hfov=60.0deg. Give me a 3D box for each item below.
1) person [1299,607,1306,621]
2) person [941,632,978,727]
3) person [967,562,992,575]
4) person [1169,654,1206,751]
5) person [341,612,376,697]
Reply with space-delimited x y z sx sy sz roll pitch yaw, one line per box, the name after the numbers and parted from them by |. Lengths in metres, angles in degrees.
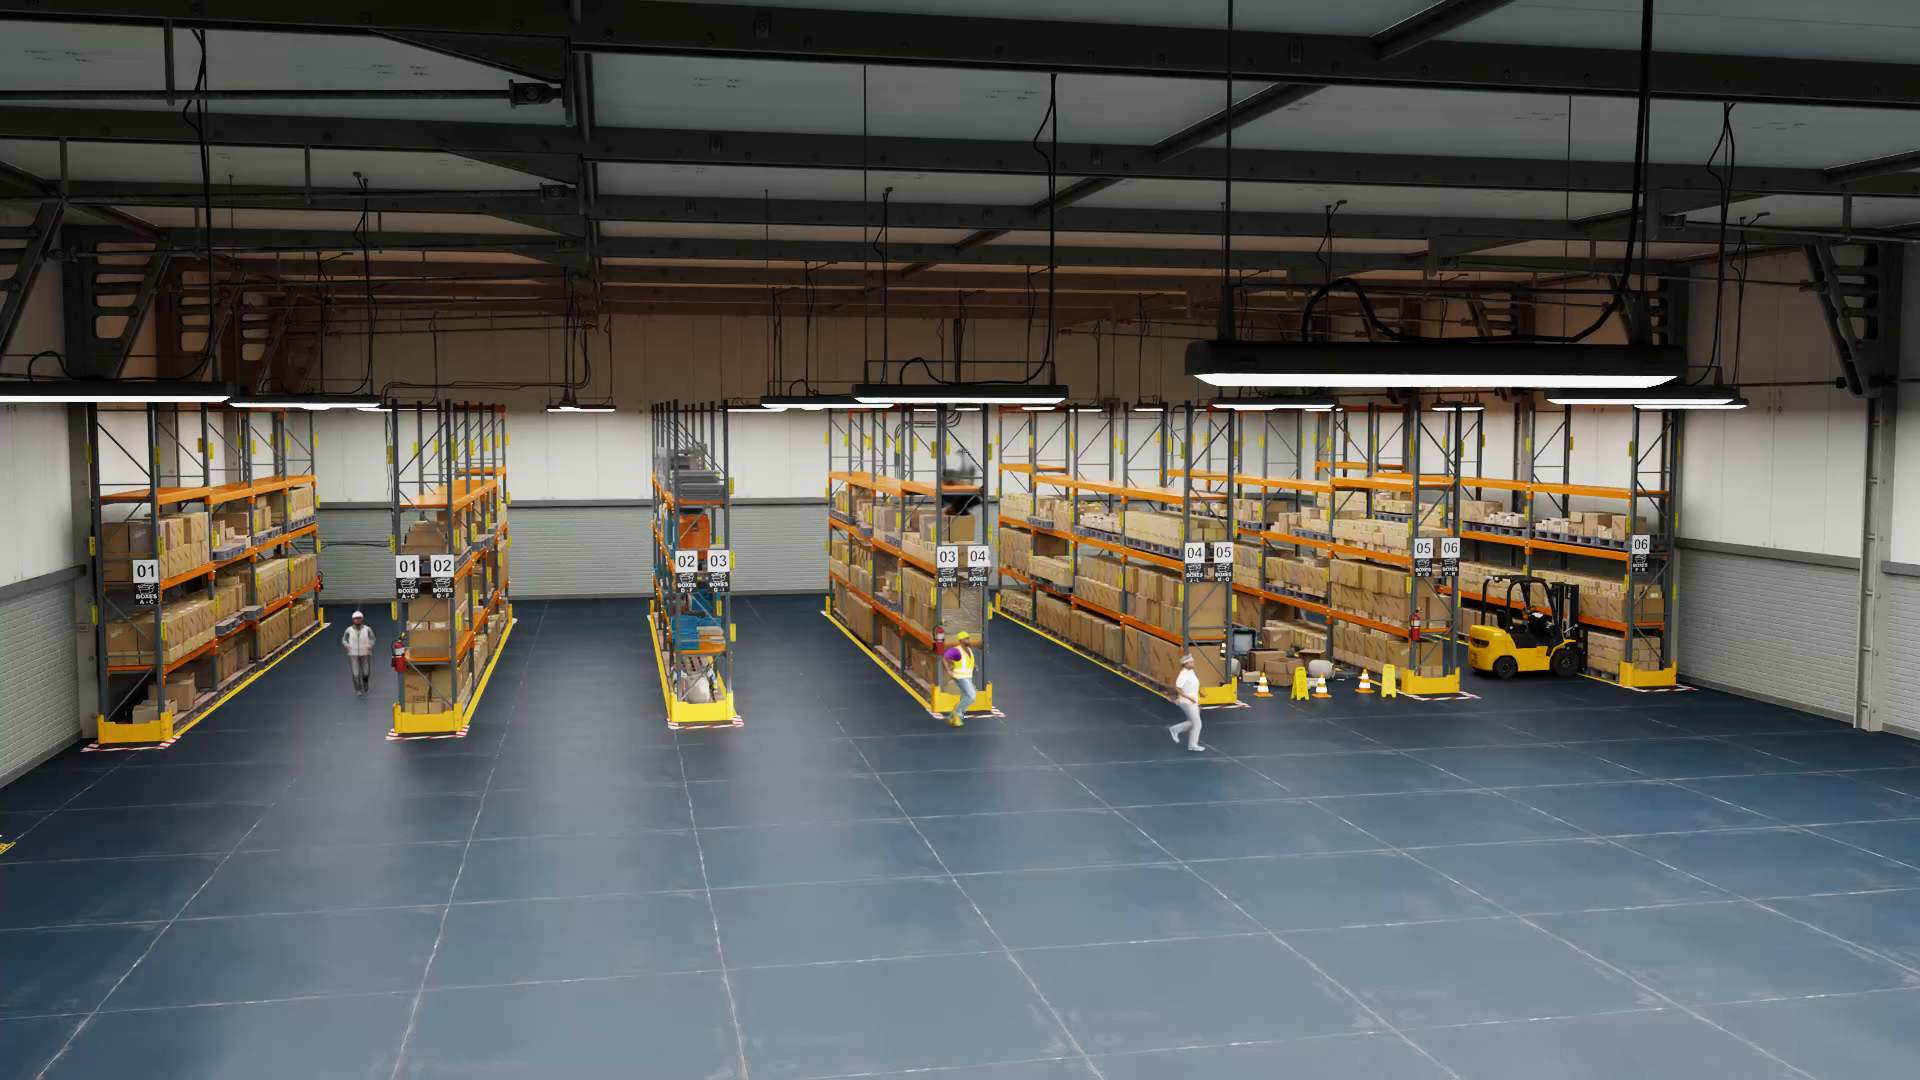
9.131 1.538 44.429 0.595 1.754 0.702 -1 4 -16 | person
0.066 2.554 30.592 0.617 1.733 0.716 2 5 25 | person
0.515 1.152 49.145 0.836 1.780 0.760 -3 6 -39 | person
3.860 2.756 28.366 0.666 1.653 0.579 2 5 26 | person
-12.198 2.318 33.742 0.656 1.722 0.603 -2 5 -20 | person
